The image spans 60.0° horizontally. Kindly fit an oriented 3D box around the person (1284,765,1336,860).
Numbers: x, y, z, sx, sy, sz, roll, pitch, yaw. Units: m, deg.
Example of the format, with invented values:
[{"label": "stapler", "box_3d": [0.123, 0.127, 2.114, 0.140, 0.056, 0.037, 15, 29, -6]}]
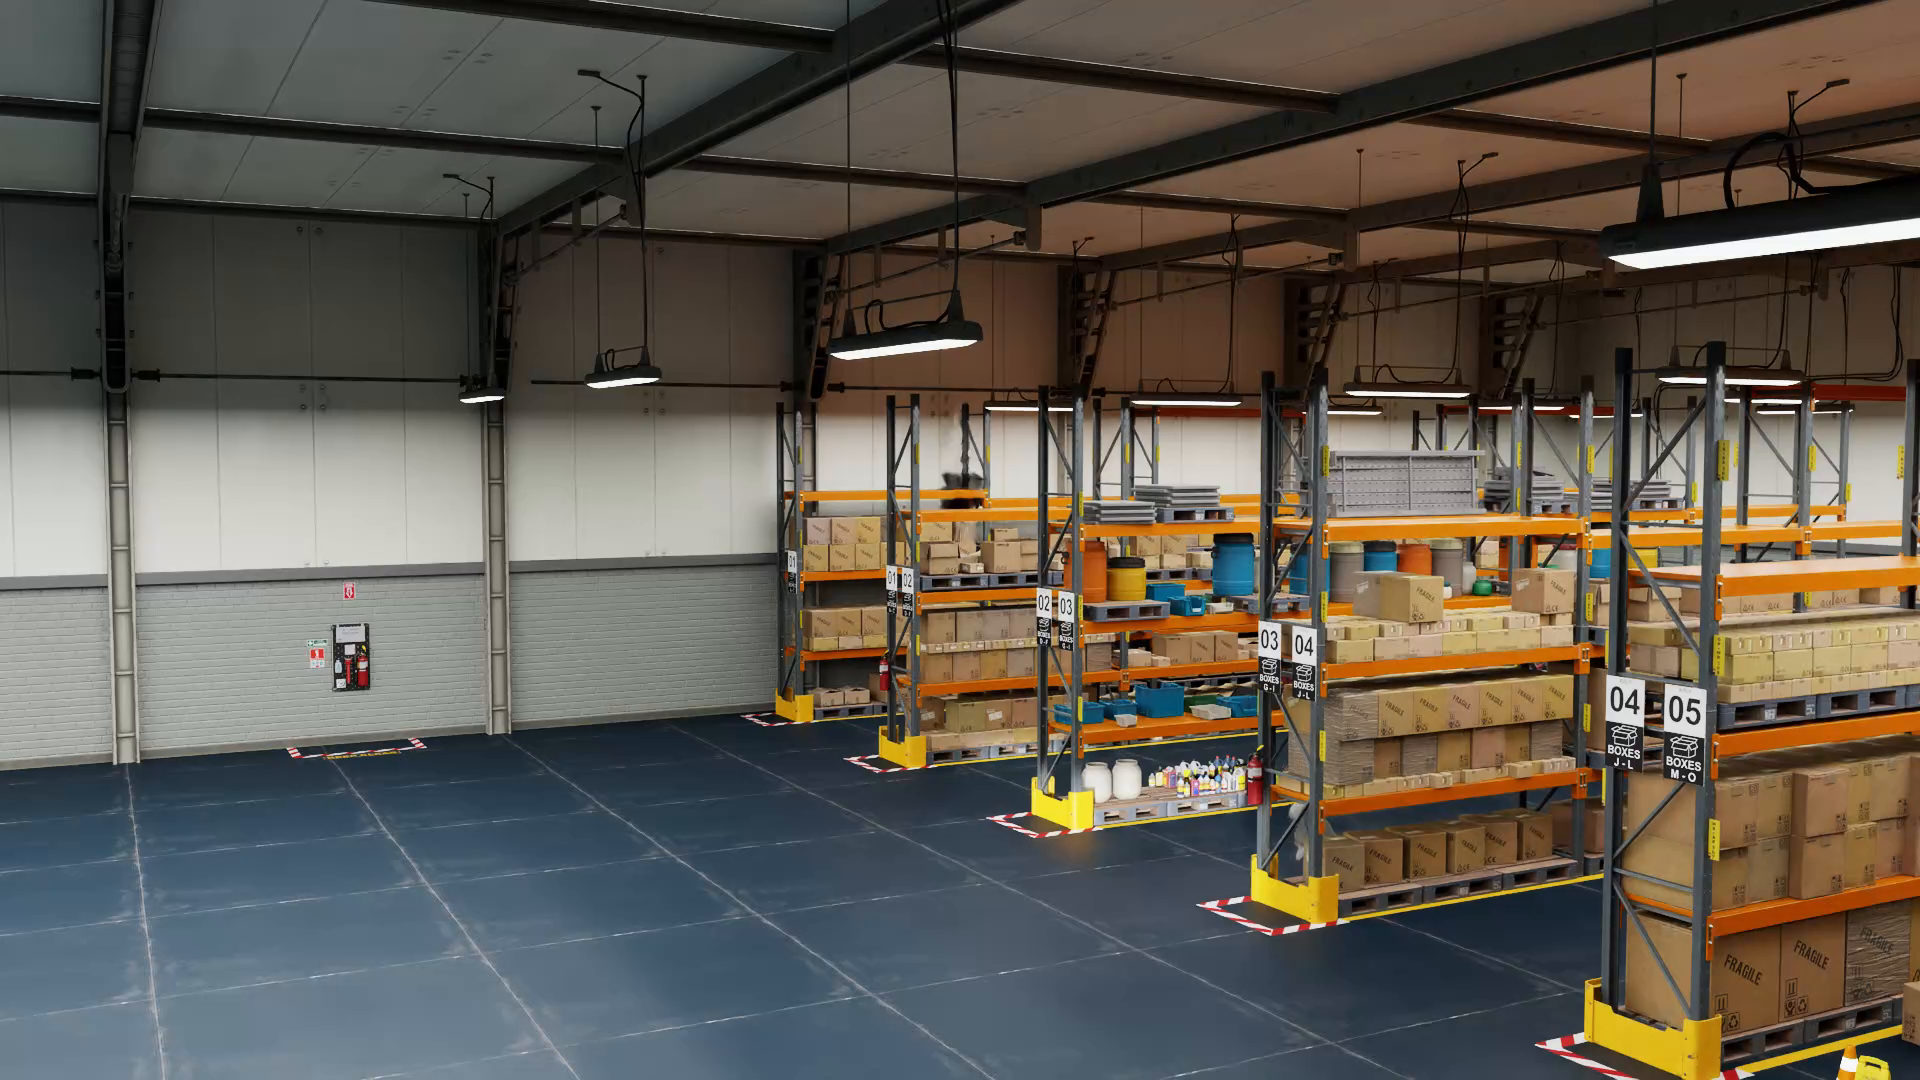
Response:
[{"label": "person", "box_3d": [4.414, 3.154, 20.788, 0.812, 1.672, 0.588, -1, 3, -22]}]
